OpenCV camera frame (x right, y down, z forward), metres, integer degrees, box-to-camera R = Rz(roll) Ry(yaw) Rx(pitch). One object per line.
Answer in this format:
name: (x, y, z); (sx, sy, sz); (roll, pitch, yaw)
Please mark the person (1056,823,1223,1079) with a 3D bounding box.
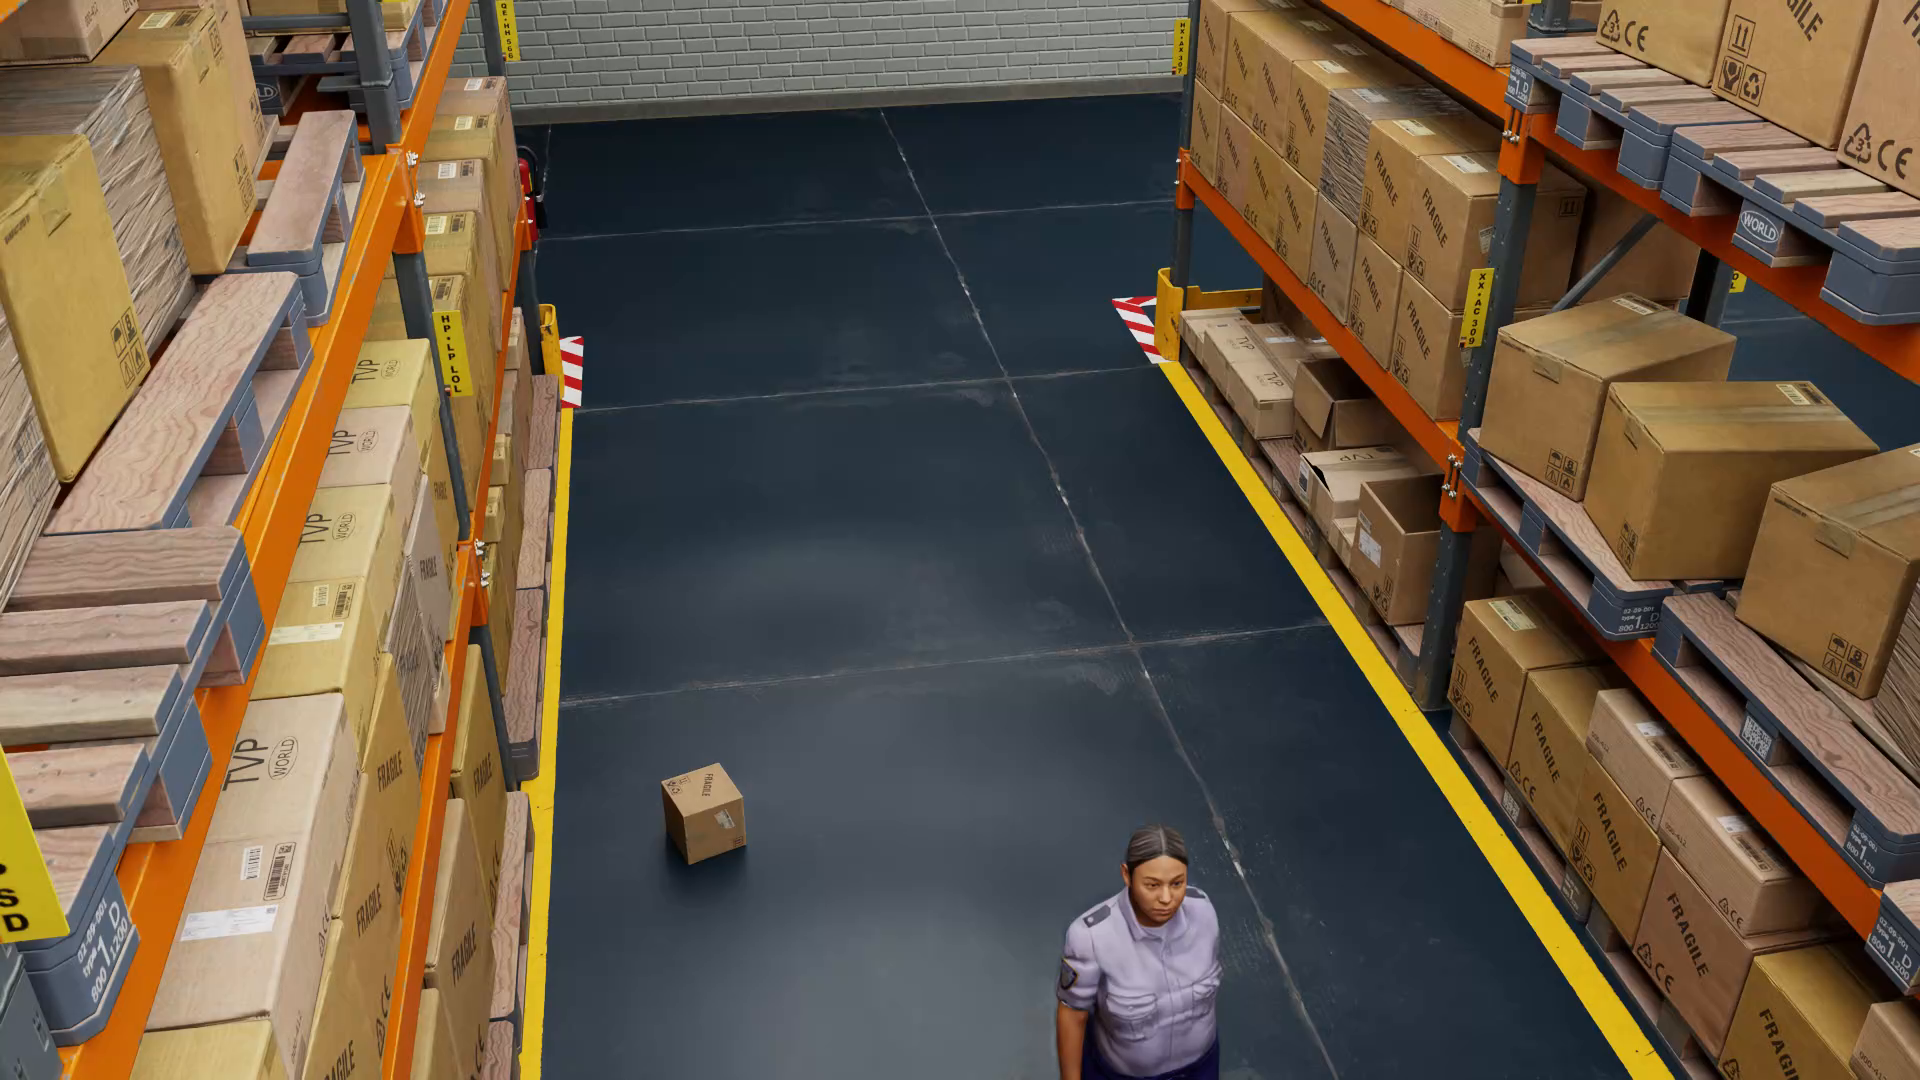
person: (0.490, 1.456, 4.694); (0.488, 1.602, 0.746); (-10, 32, -17)
